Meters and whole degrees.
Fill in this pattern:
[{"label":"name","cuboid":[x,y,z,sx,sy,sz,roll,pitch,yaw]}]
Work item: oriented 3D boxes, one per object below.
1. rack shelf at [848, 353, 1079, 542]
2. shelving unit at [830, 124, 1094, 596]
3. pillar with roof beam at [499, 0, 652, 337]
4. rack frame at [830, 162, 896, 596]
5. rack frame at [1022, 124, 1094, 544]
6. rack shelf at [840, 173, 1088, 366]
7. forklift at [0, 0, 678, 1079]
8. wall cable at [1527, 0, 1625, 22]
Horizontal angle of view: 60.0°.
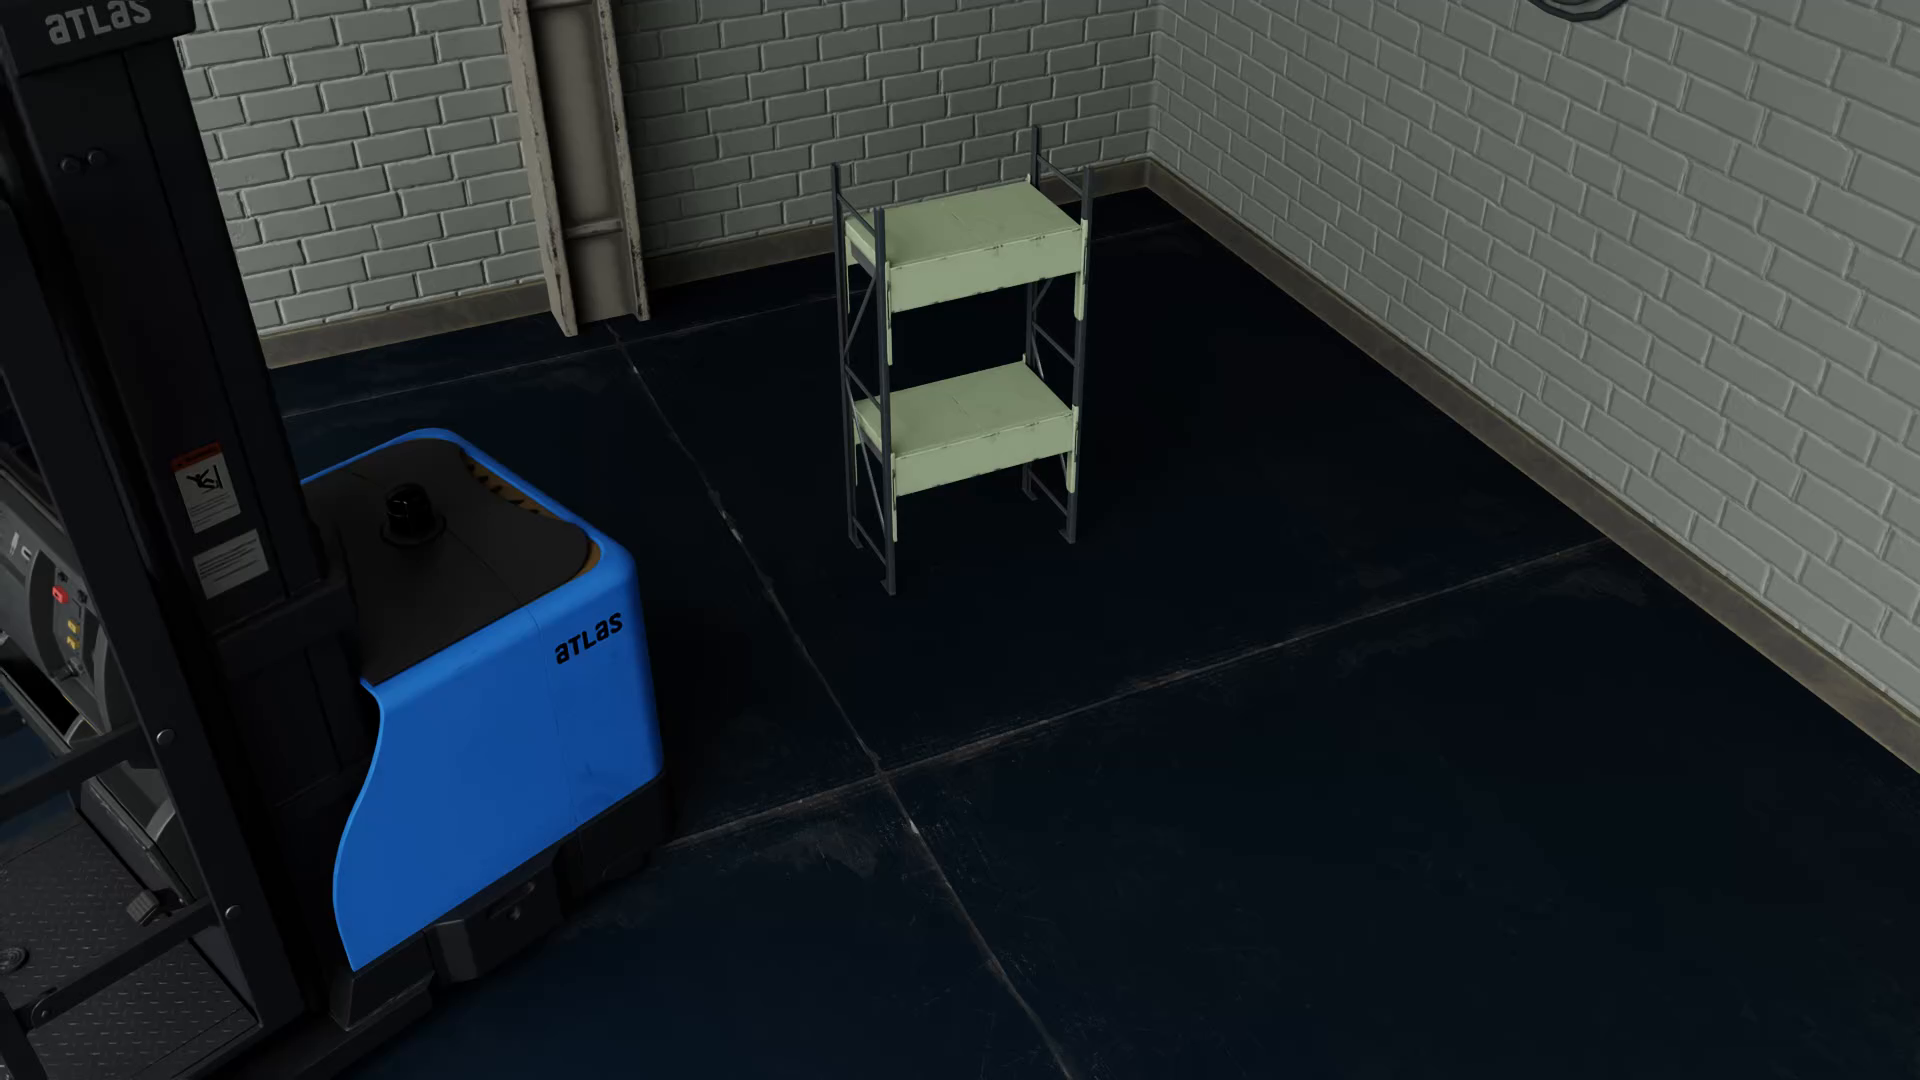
[{"label":"rack shelf","cuboid":[0.006,-0.342,6.000,0.720,0.370,0.431,-16,39,-20]},{"label":"shelving unit","cuboid":[0.006,-0.604,5.805,0.755,1.500,0.431,-16,39,-20]},{"label":"pillar with roof beam","cuboid":[0.173,-2.339,1.849,0.400,9.000,9.100,-16,39,-20]},{"label":"rack frame","cuboid":[-0.325,-0.511,5.681,0.023,1.500,0.400,-16,39,-20]},{"label":"rack frame","cuboid":[0.337,-0.697,5.930,0.023,1.500,0.400,-16,39,-20]},{"label":"rack shelf","cuboid":[0.006,-0.918,5.573,0.720,0.370,0.431,-16,39,-20]},{"label":"forklift","cuboid":[-2.227,0.162,3.572,1.130,2.935,3.031,30,46,34]},{"label":"wall cable","cuboid":[1.572,-3.446,5.948,0.112,2.526,3.097,-16,39,-20]}]
